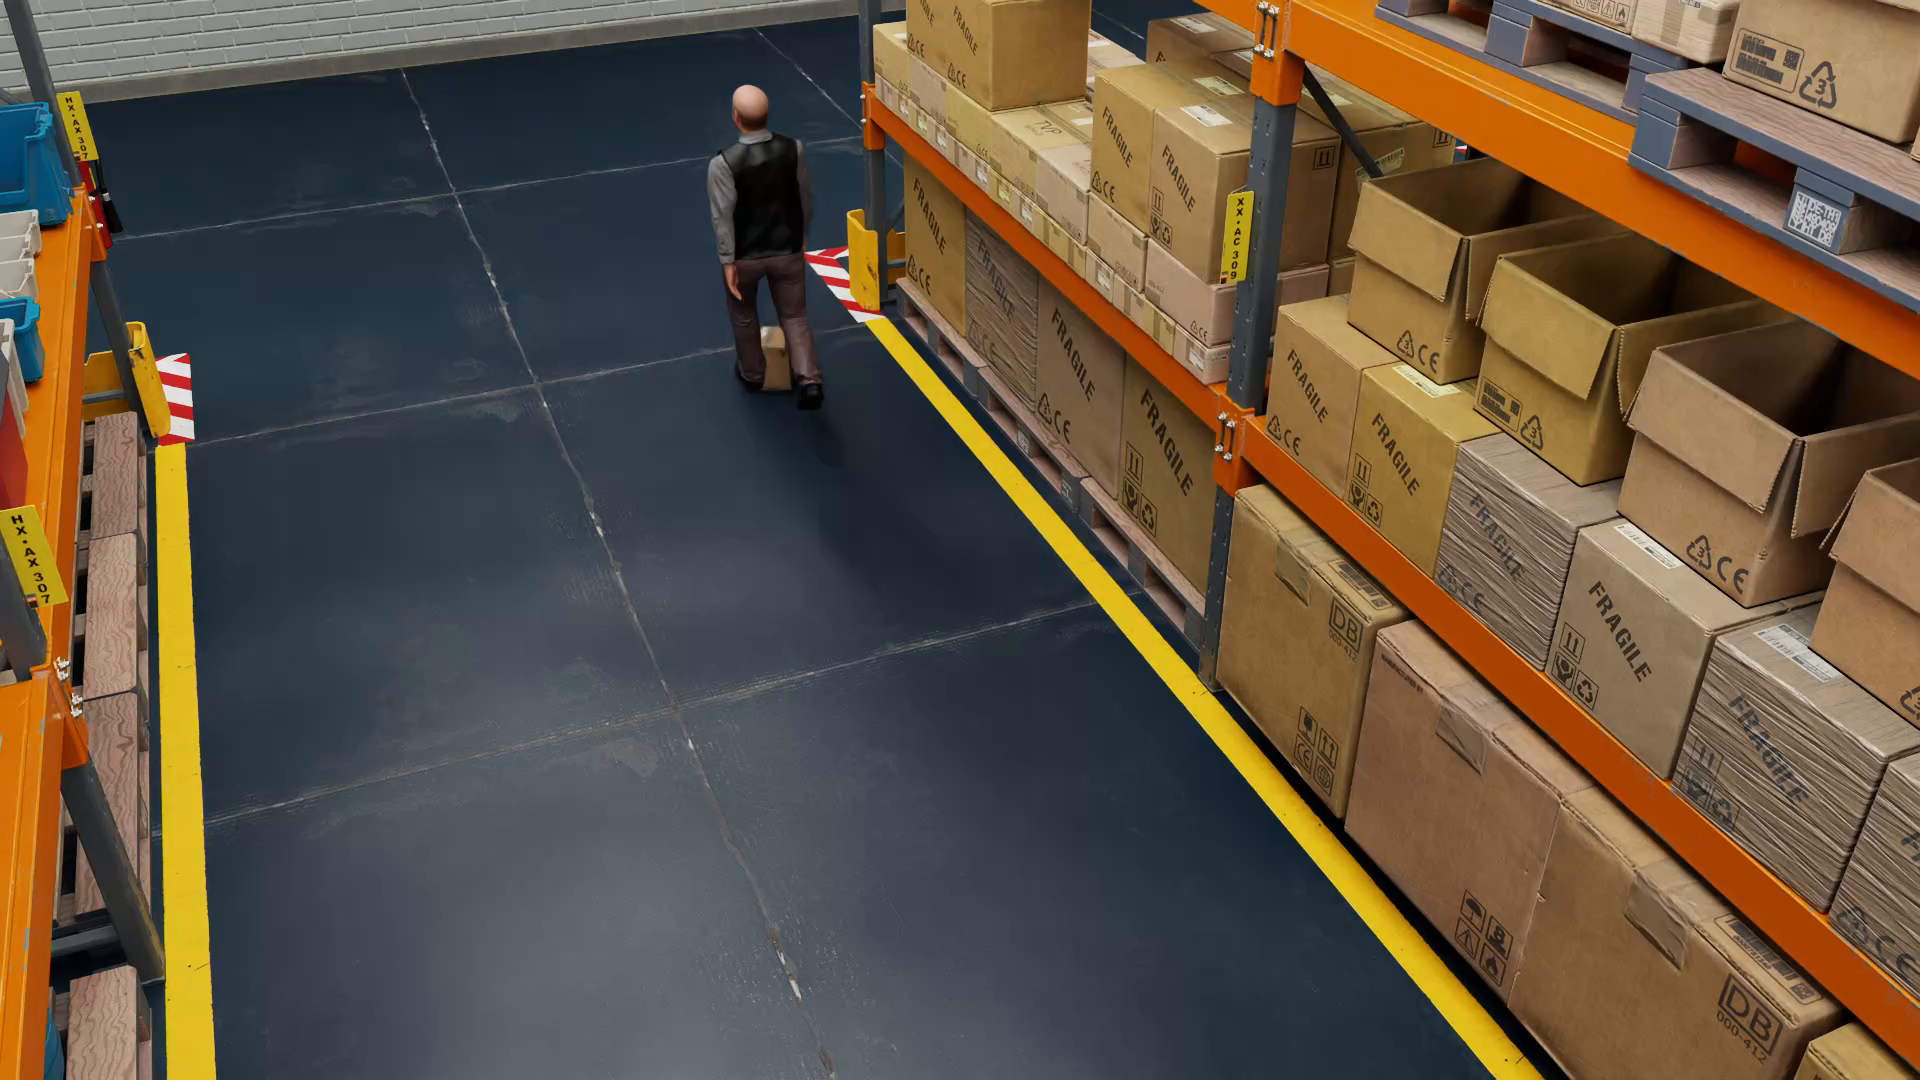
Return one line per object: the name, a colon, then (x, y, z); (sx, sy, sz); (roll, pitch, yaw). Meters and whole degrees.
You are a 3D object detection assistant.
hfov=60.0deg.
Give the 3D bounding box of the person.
person: (-0.974, -1.441, 8.355); (0.553, 1.689, 0.905); (-13, 35, -19)
